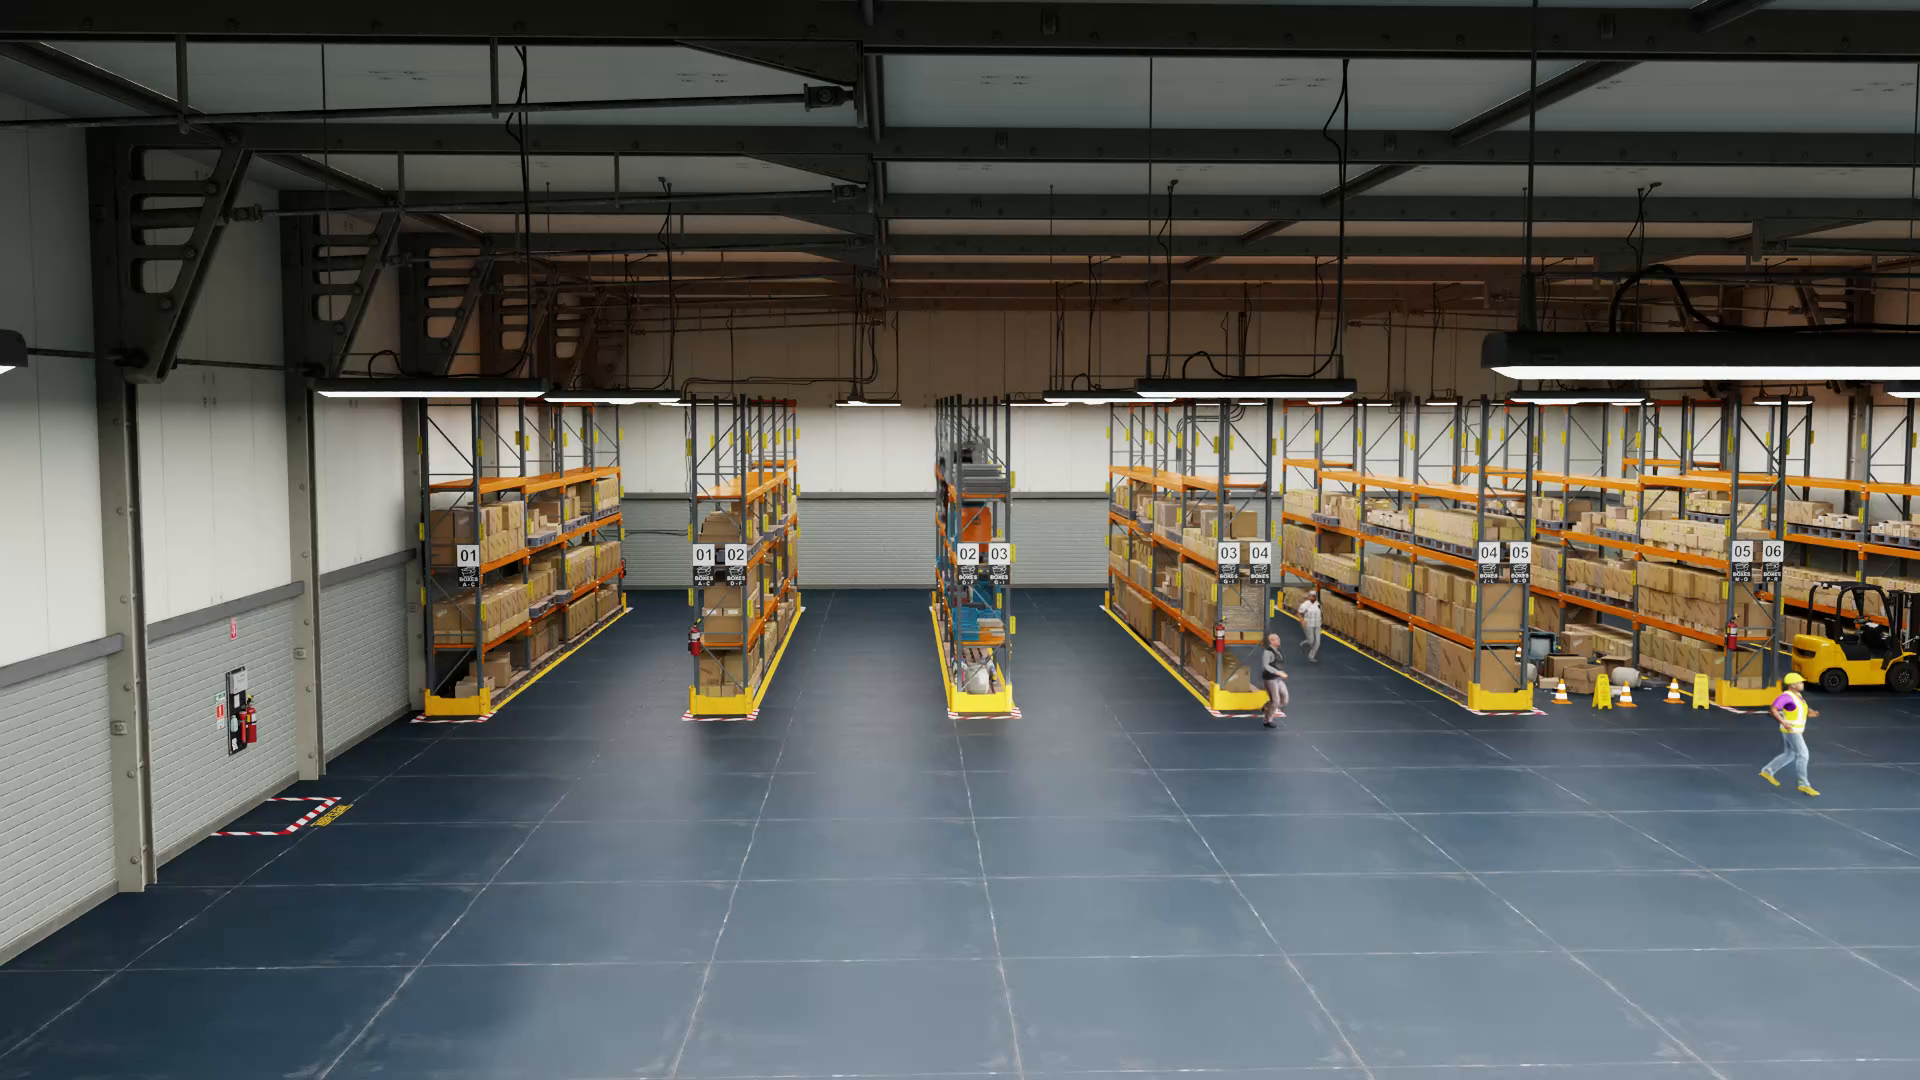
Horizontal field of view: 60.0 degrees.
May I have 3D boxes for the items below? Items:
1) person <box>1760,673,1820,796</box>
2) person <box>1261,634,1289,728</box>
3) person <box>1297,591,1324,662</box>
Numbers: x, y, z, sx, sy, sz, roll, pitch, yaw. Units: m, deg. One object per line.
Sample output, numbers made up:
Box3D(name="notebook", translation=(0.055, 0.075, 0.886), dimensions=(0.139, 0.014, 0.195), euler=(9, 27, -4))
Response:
Box3D(name="person", translation=(12.426, 2.873, 24.841), dimensions=(0.841, 1.789, 0.688), euler=(3, 5, 35))
Box3D(name="person", translation=(5.683, 2.532, 29.962), dimensions=(0.601, 1.695, 0.707), euler=(3, 5, 35))
Box3D(name="person", translation=(7.979, 1.953, 37.686), dimensions=(0.607, 1.614, 0.551), euler=(-1, 5, -15))
